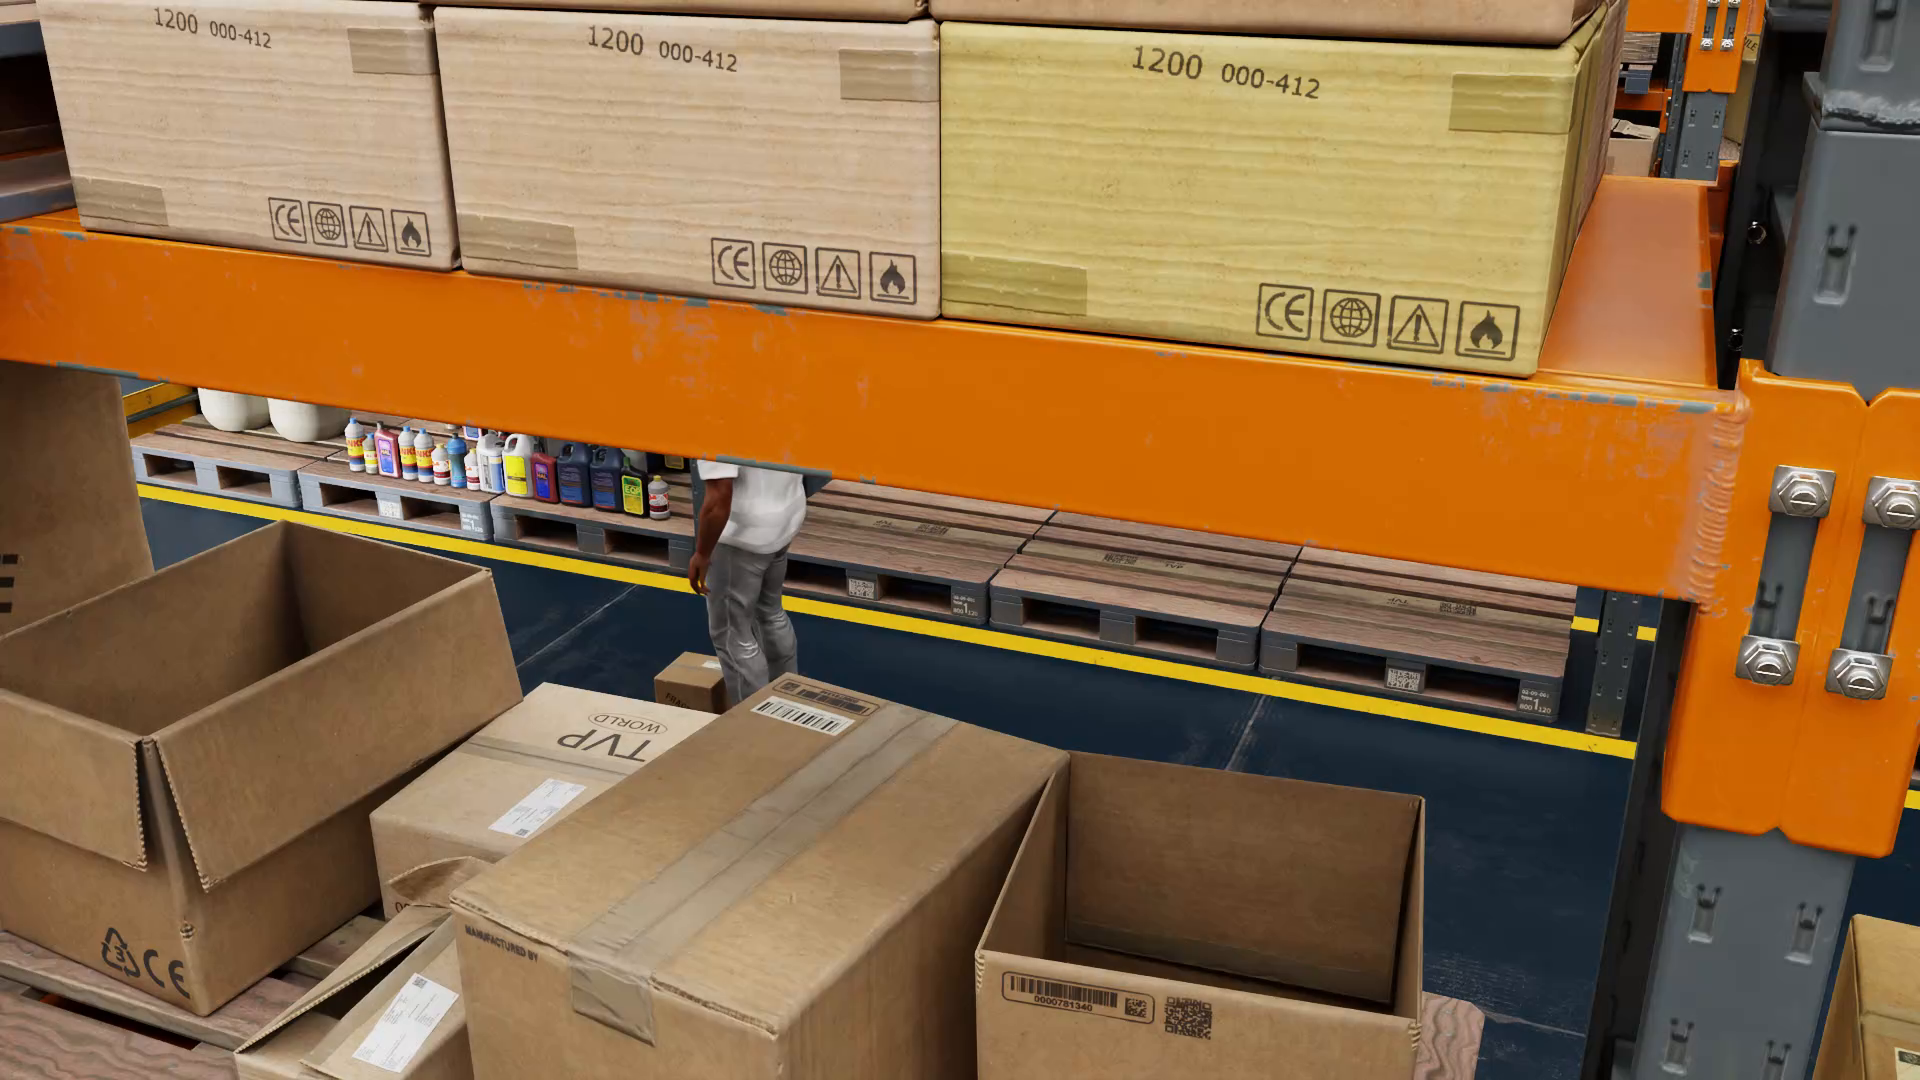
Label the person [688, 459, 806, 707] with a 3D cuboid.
[{"bbox_3d":[-0.815,-0.047,6.181,0.455,1.761,0.637,8,23,18],"label":"person"}]
